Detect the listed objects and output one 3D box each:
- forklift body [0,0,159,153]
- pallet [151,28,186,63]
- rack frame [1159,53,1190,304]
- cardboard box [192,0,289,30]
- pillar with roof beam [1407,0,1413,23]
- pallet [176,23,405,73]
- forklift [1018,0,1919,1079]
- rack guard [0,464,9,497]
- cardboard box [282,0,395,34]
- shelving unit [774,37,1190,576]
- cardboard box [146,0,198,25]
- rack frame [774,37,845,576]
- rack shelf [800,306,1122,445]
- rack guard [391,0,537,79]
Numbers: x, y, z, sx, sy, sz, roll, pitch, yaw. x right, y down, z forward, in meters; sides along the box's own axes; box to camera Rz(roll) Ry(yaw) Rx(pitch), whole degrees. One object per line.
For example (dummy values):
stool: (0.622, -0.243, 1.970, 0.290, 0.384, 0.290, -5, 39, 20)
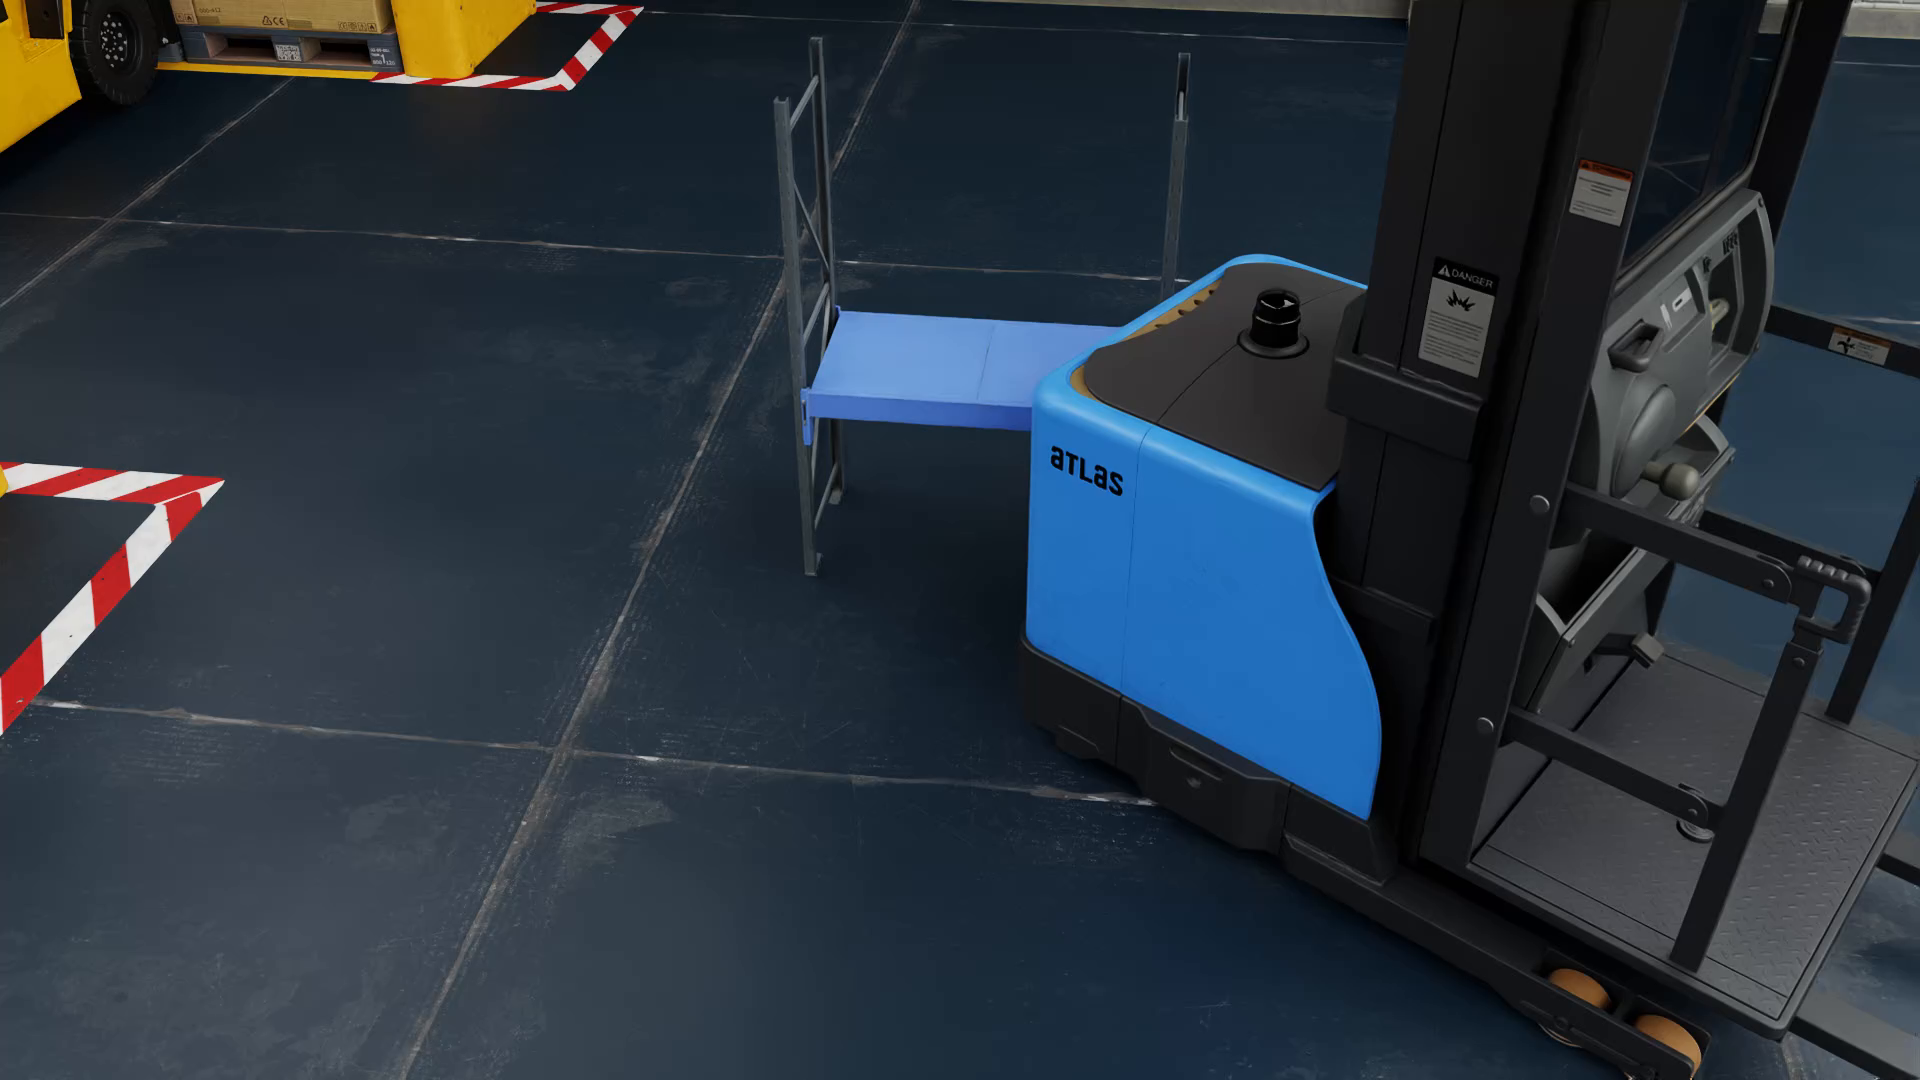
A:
forklift body: (-4.786, -2.690, 7.168, 1.214, 2.155, 2.313, 4, 36, 6)
pallet: (-4.644, -2.936, 9.182, 1.213, 0.211, 1.003, 4, 36, 6)
rack frame: (0.580, -0.572, 4.760, 0.032, 1.500, 0.500, 4, 36, 6)
cardboard box: (-3.671, -2.893, 8.727, 0.500, 0.250, 0.500, 4, 36, 6)
pillar with roof beam: (2.154, -4.035, 3.157, 0.400, 9.000, 9.100, 4, 36, 6)
pallet: (-3.437, -2.844, 9.053, 1.213, 0.211, 1.003, 4, 36, 6)
forklift: (1.607, -0.351, 3.219, 3.031, 2.935, 1.130, 26, 43, 32)
rack guard: (-3.377, -0.074, 4.924, 0.348, 0.500, 1.175, 4, 36, 6)
cardboard box: (-3.179, -2.851, 8.668, 0.500, 0.250, 0.500, 5, 36, 6)
shelving unit: (0.076, -0.608, 4.811, 1.048, 1.500, 0.538, 4, 36, 6)
cardboard box: (-4.167, -2.935, 8.786, 0.500, 0.250, 0.500, 5, 36, 6)
rack frame: (-0.428, -0.645, 4.863, 0.032, 1.500, 0.500, 4, 36, 6)
rack shelf: (0.076, -0.462, 4.916, 1.000, 0.185, 0.538, 4, 36, 6)
rack guard: (-2.649, -2.927, 8.921, 0.348, 0.500, 1.175, 4, 36, 6)
